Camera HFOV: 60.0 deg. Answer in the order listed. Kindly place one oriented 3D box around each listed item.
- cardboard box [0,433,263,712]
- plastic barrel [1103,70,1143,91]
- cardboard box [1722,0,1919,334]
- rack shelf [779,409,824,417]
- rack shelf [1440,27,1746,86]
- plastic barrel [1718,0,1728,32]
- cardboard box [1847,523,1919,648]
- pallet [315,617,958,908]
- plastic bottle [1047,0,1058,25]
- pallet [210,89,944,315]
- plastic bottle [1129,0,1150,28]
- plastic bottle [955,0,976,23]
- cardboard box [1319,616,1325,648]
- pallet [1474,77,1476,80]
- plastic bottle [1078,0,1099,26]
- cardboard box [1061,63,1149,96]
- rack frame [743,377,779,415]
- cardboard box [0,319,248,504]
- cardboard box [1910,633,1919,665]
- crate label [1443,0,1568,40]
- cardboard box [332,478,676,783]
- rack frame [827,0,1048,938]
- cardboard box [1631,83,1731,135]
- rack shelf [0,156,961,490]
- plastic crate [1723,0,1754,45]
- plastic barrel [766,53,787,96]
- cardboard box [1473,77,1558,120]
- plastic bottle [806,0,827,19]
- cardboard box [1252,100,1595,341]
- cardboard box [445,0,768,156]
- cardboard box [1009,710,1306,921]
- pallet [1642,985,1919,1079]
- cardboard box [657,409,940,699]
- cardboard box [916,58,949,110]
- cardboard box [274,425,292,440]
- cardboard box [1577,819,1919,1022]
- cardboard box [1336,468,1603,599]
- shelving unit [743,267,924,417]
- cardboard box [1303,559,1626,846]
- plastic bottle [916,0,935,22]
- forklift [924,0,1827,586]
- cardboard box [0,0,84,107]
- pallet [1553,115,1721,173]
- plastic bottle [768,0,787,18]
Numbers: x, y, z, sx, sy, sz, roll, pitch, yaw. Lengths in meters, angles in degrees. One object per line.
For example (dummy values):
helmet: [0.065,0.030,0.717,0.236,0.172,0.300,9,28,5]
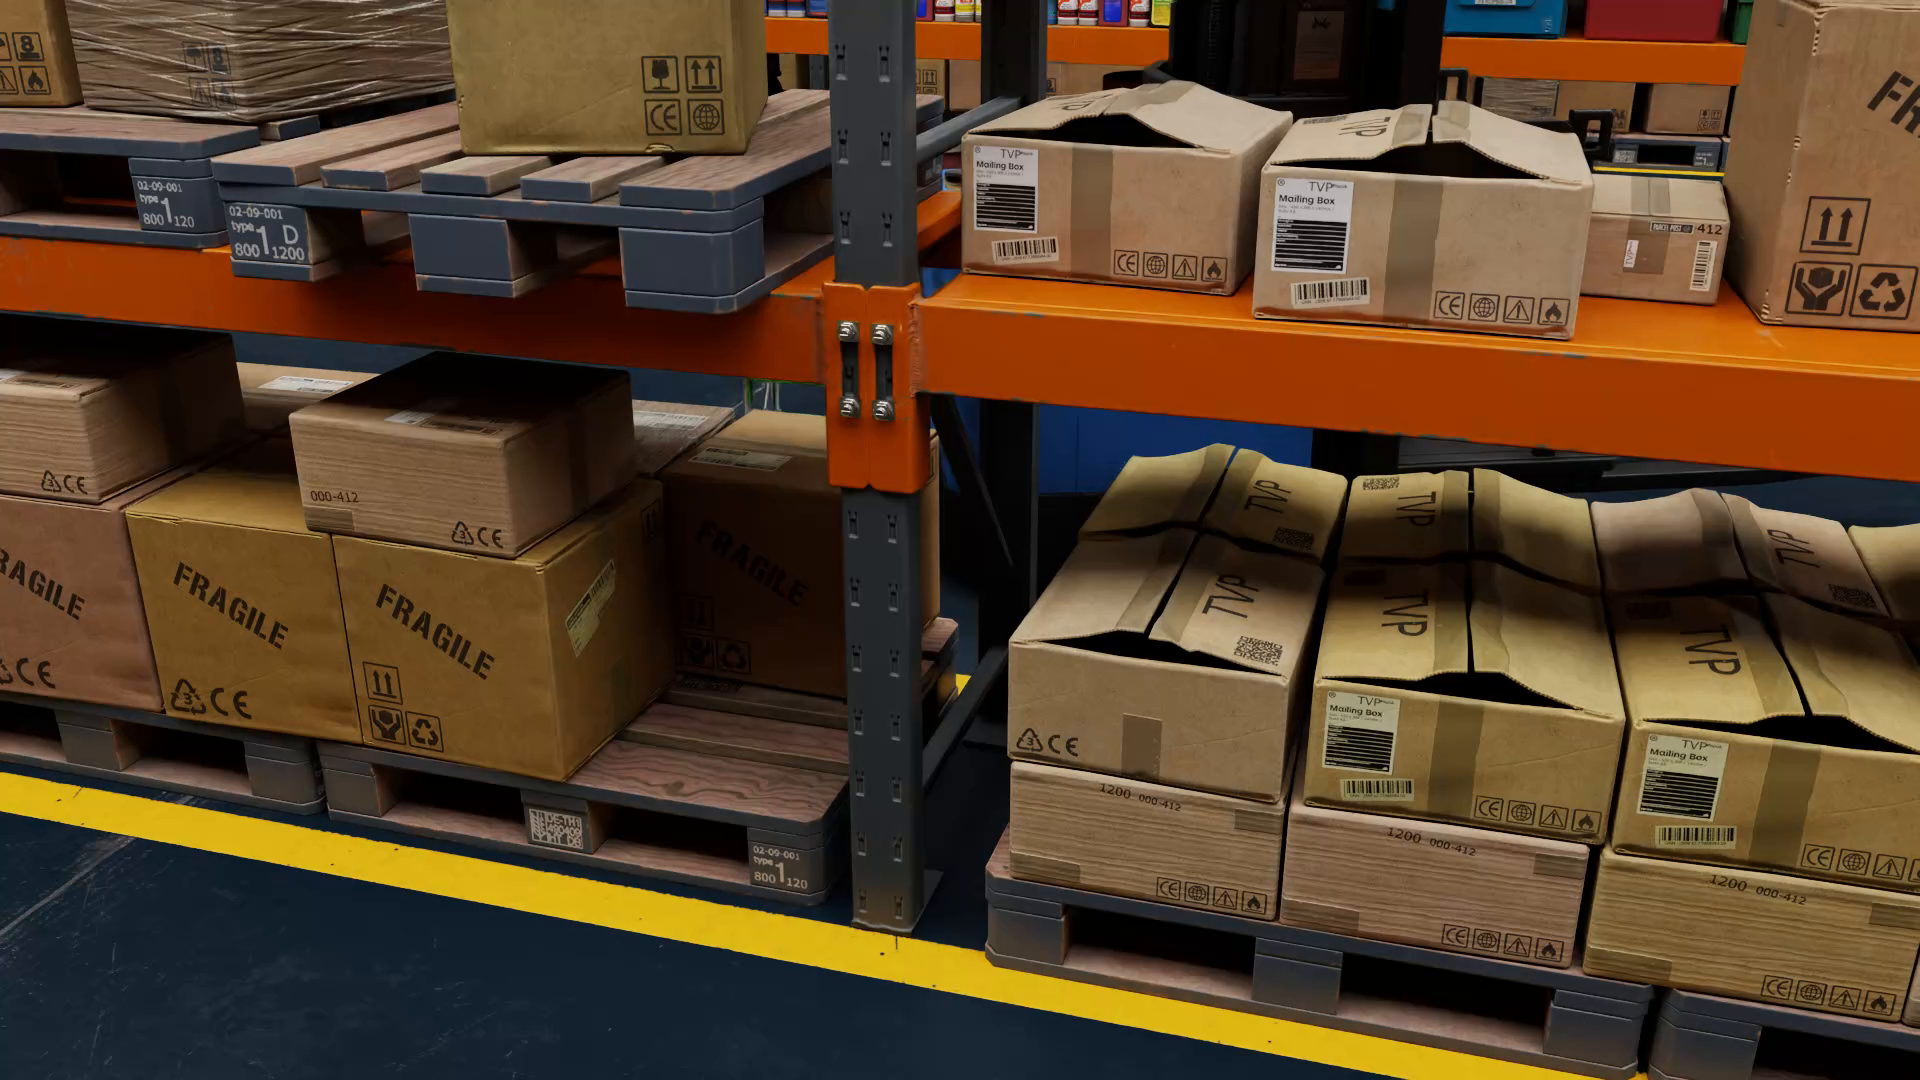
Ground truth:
cardboard box: [-1.977,0.044,3.923,0.500,0.500,0.500,6,23,14]
plastic barrel: [0.947,-1.816,8.051,0.708,0.830,0.600,7,23,16]
cardboard box: [1.597,-0.647,2.764,0.500,0.500,0.500,5,23,13]
rack shelf: [-0.383,-0.280,5.173,0.480,0.148,0.258,6,23,15]
rack shelf: [3.335,-2.026,7.206,4.000,0.370,1.077,7,23,16]
plastic barrel: [3.281,-2.515,7.270,0.433,0.535,0.433,0,22,0]
cardboard box: [2.020,0.174,3.225,0.500,0.311,0.500,7,23,17]
pallet: [-0.718,0.415,3.979,1.213,0.211,1.003,7,23,16]
plastic bottle: [0.397,-2.474,7.519,0.097,0.271,0.097,0,22,0]
pallet: [-0.683,-0.739,3.373,1.003,0.211,1.213,7,23,16]
plastic bottle: [0.805,-2.395,7.419,0.097,0.201,0.097,0,22,0]
plastic bottle: [0.024,-2.485,7.636,0.097,0.201,0.097,0,22,0]
cardboard box: [0.560,0.268,3.735,0.500,0.250,0.500,7,23,17]
pallet: [5.113,-4.765,16.609,1.213,0.211,1.003,7,23,16]
plastic bottle: [0.584,-2.421,7.480,0.097,0.201,0.097,0,22,0]
cardboard box: [1.345,-3.773,12.762,0.875,0.875,1.225,7,23,16]
rack frame: [-0.617,-0.587,5.119,0.015,1.200,0.240,6,23,15]
cardboard box: [-2.013,-0.306,3.789,0.500,0.250,0.500,6,23,14]
cardboard box: [1.888,0.371,2.745,0.500,0.311,0.500,6,23,15]
crate label: [2.293,-2.388,7.092,0.616,0.435,0.502,7,23,16]
cardboard box: [-0.977,0.156,3.650,0.500,0.500,0.500,7,23,18]
rack frame: [-0.014,-0.779,3.217,0.127,3.000,1.000,7,23,16]
cardboard box: [5.112,-3.182,11.789,0.500,0.500,0.700,5,23,11]
rack shelf: [-1.929,-0.666,3.888,4.000,0.370,1.077,7,23,16]
plastic crate: [3.501,-2.130,6.790,0.662,0.188,0.450,7,23,16]
plastic barrel: [-1.215,-2.097,8.641,0.708,0.901,0.600,7,23,16]
cardboard box: [4.033,-3.303,12.083,0.500,0.500,0.700,5,23,11]
plastic bottle: [-0.629,-2.638,7.813,0.185,0.351,0.144,7,23,16]
cardboard box: [0.786,-0.570,2.824,0.500,0.311,0.500,6,23,15]
cardboard box: [-0.650,-1.048,3.187,0.500,0.500,0.700,-1,22,-2]
cardboard box: [0.402,0.463,3.259,0.500,0.250,0.500,6,23,15]
pallet: [1.927,0.750,3.164,1.213,0.211,1.003,7,23,16]
cardboard box: [-0.367,0.020,3.983,0.500,0.500,0.500,8,23,18]
cardboard box: [-0.360,-3.965,13.230,0.875,0.875,1.225,7,23,16]
cardboard box: [-1.349,-0.092,4.256,0.500,0.500,0.500,6,23,15]
cardboard box: [1.383,0.572,2.992,0.500,0.250,0.500,6,23,14]
cardboard box: [1.058,0.062,3.498,0.500,0.311,0.500,6,23,15]
shelving unit: [-0.383,-0.561,5.057,0.503,1.200,0.258,6,23,15]
cardboard box: [0.908,0.258,3.020,0.500,0.311,0.500,6,23,14]
plastic bottle: [-0.184,-2.539,7.661,0.133,0.283,0.061,7,23,16]
forklift: [1.407,-1.448,4.938,3.031,2.935,1.130,-3,22,-6]
cardboard box: [-2.134,-1.287,3.770,0.500,0.500,0.700,1,22,2]
pallet: [4.763,-2.867,11.982,1.213,0.211,1.003,7,23,16]
plastic bottle: [-0.864,-2.619,7.871,0.097,0.271,0.097,0,22,0]
